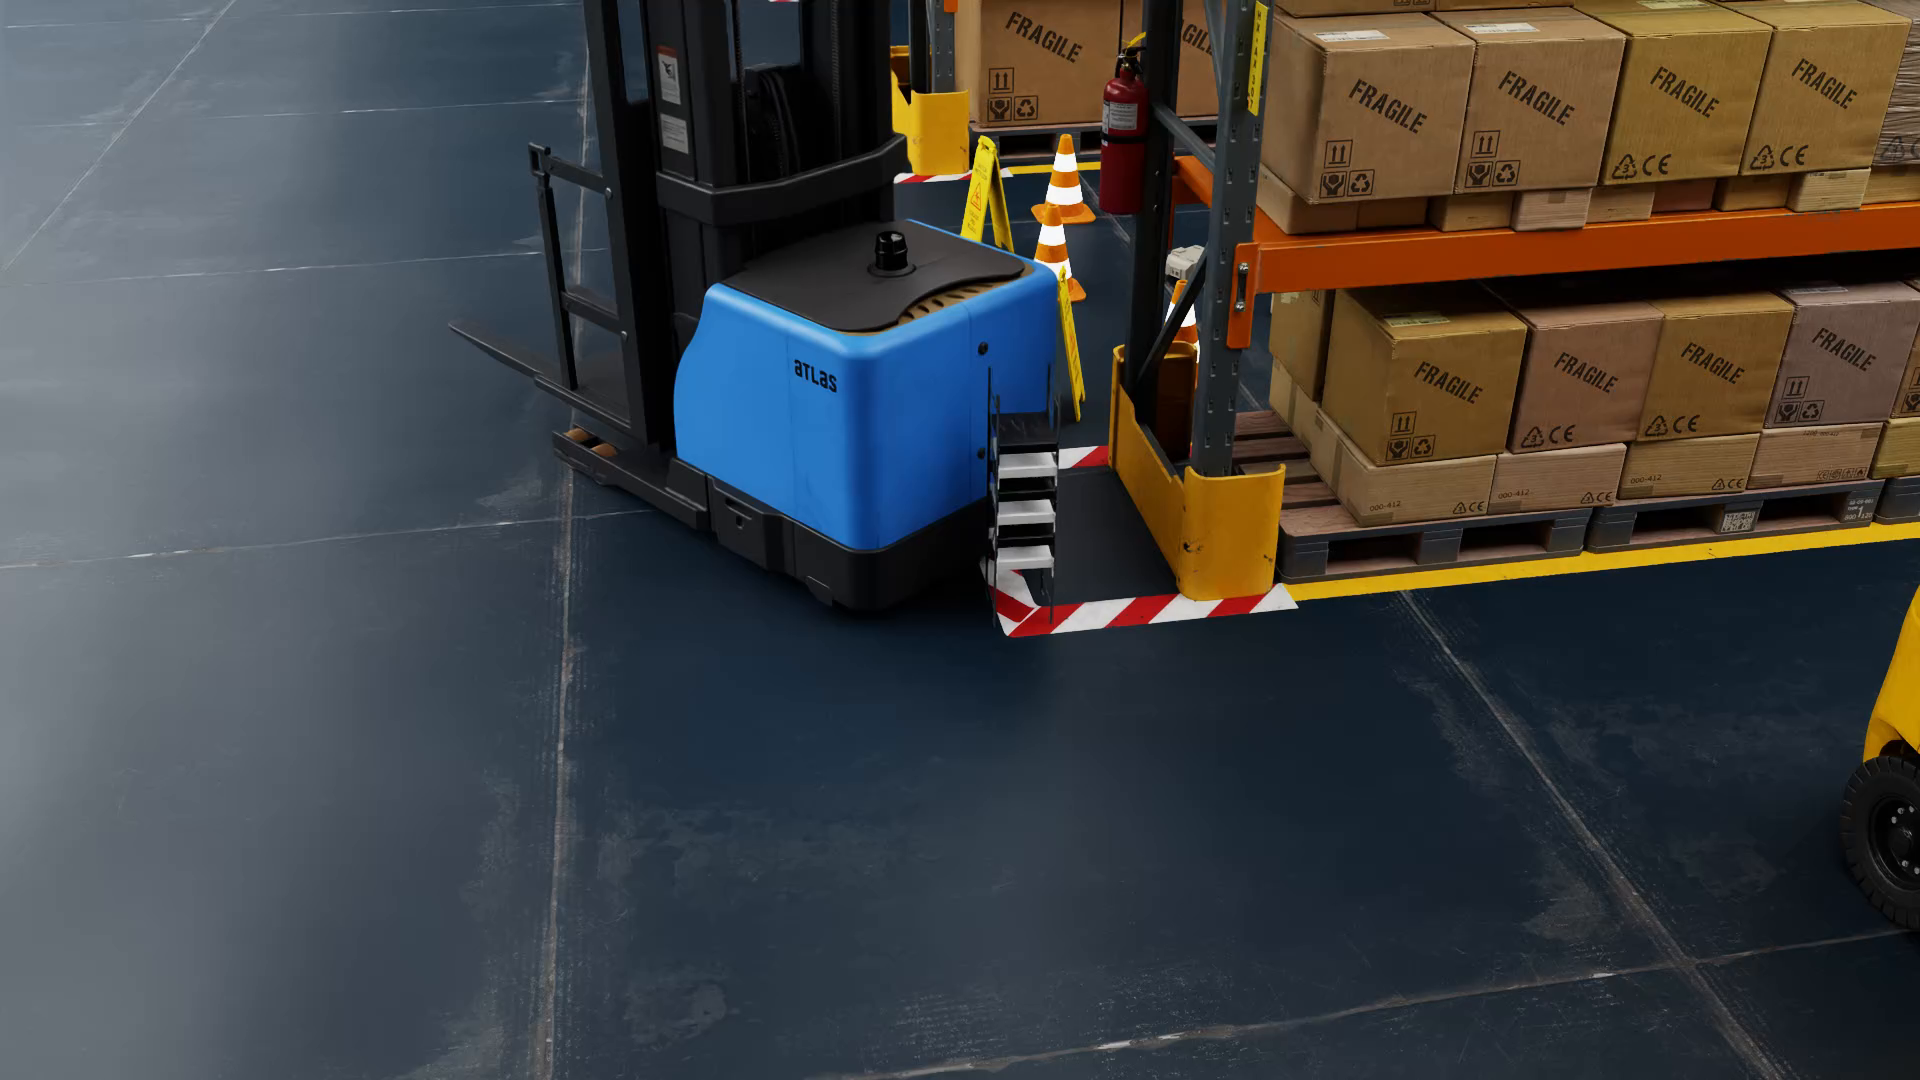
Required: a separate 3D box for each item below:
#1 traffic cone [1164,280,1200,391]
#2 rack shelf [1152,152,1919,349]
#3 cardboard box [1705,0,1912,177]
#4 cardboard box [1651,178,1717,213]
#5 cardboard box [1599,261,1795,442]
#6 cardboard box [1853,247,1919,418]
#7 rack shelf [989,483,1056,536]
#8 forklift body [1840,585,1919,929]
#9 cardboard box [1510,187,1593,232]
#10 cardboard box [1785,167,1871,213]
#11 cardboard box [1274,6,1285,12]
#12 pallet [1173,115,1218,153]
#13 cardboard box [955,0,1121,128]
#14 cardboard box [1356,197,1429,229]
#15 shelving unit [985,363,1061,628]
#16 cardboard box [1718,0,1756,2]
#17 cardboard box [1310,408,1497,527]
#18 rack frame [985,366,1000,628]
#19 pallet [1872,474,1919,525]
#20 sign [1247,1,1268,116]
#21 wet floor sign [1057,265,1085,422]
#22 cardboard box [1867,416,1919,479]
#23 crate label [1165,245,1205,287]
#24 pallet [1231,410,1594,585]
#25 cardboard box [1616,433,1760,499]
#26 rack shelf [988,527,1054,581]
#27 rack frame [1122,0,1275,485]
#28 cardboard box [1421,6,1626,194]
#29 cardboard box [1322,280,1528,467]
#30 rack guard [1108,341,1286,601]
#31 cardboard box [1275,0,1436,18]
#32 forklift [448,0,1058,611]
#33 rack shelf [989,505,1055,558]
[{"bbox_3d":[0.998,-0.955,7.560,0.334,0.463,0.336,-5,31,-9],"label":"traffic cone"},{"bbox_3d":[2.774,-1.239,6.249,4.000,0.370,1.077,-5,31,-9],"label":"rack shelf"},{"bbox_3d":[2.832,-1.589,5.743,0.500,0.500,0.500,-6,31,-10],"label":"cardboard box"},{"bbox_3d":[2.455,-1.294,5.882,0.250,0.149,0.380,-4,31,-7],"label":"cardboard box"},{"bbox_3d":[2.682,-0.715,6.207,0.500,0.500,0.500,-5,31,-8],"label":"cardboard box"},{"bbox_3d":[3.708,-0.815,6.378,0.500,0.500,0.500,-5,31,-8],"label":"cardboard box"},{"bbox_3d":[0.212,-0.115,5.765,0.200,0.077,0.258,-3,31,-6],"label":"rack shelf"},{"bbox_3d":[3.242,0.391,3.604,1.214,2.155,2.313,-5,31,-9],"label":"forklift body"},{"bbox_3d":[1.958,-1.200,5.721,0.250,0.149,0.380,-5,31,-8],"label":"cardboard box"},{"bbox_3d":[2.978,-1.297,5.887,0.250,0.149,0.380,-5,31,-9],"label":"cardboard box"},{"bbox_3d":[1.291,-1.725,5.973,0.500,0.500,0.500,-6,31,-10],"label":"cardboard box"},{"bbox_3d":[1.786,-2.845,11.021,1.213,0.211,1.003,-5,31,-9],"label":"pallet"},{"bbox_3d":[0.471,-3.185,10.531,0.875,0.875,0.875,-5,31,-9],"label":"cardboard box"},{"bbox_3d":[1.424,-1.216,5.748,0.250,0.149,0.380,-5,31,-8],"label":"cardboard box"},{"bbox_3d":[0.212,-0.144,5.748,0.210,0.900,0.258,-3,31,-6],"label":"shelving unit"},{"bbox_3d":[2.768,-2.241,5.865,0.500,0.500,0.700,-5,31,-9],"label":"cardboard box"},{"bbox_3d":[1.650,-0.298,6.237,0.500,0.250,0.500,-6,31,-9],"label":"cardboard box"},{"bbox_3d":[0.111,-0.139,5.737,0.006,0.900,0.240,-3,31,-6],"label":"rack frame"},{"bbox_3d":[4.087,-0.451,6.950,1.213,0.211,1.003,-5,31,-9],"label":"pallet"},{"bbox_3d":[0.905,-1.469,5.076,0.005,0.325,0.100,-5,31,-9],"label":"sign"},{"bbox_3d":[0.428,-0.868,7.231,0.232,0.644,0.267,5,31,8],"label":"wet floor sign"},{"bbox_3d":[3.687,-0.486,6.557,0.500,0.250,0.500,-6,31,-10],"label":"cardboard box"},{"bbox_3d":[1.226,-1.440,8.705,0.298,0.136,0.250,-23,38,-34],"label":"crate label"},{"bbox_3d":[1.687,-0.228,6.571,1.213,0.211,1.003,-5,31,-9],"label":"pallet"},{"bbox_3d":[2.688,-0.397,6.406,0.500,0.250,0.500,-3,31,-6],"label":"cardboard box"},{"bbox_3d":[0.211,0.040,5.856,0.200,0.077,0.258,-3,31,-6],"label":"rack shelf"},{"bbox_3d":[0.807,-1.366,5.756,0.127,3.000,1.000,-5,31,-9],"label":"rack frame"},{"bbox_3d":[1.832,-1.491,5.577,0.500,0.500,0.500,-4,31,-7],"label":"cardboard box"},{"bbox_3d":[1.674,-0.624,6.051,0.500,0.500,0.500,-6,31,-11],"label":"cardboard box"},{"bbox_3d":[0.882,-0.296,6.401,0.348,0.500,1.175,-5,31,-9],"label":"rack guard"},{"bbox_3d":[1.270,-2.124,5.666,0.500,0.500,0.700,-6,31,-10],"label":"cardboard box"},{"bbox_3d":[-1.040,-1.655,6.314,3.031,2.935,1.130,26,39,37],"label":"forklift"},{"bbox_3d":[0.211,-0.038,5.810,0.200,0.077,0.258,-3,31,-6],"label":"rack shelf"}]
